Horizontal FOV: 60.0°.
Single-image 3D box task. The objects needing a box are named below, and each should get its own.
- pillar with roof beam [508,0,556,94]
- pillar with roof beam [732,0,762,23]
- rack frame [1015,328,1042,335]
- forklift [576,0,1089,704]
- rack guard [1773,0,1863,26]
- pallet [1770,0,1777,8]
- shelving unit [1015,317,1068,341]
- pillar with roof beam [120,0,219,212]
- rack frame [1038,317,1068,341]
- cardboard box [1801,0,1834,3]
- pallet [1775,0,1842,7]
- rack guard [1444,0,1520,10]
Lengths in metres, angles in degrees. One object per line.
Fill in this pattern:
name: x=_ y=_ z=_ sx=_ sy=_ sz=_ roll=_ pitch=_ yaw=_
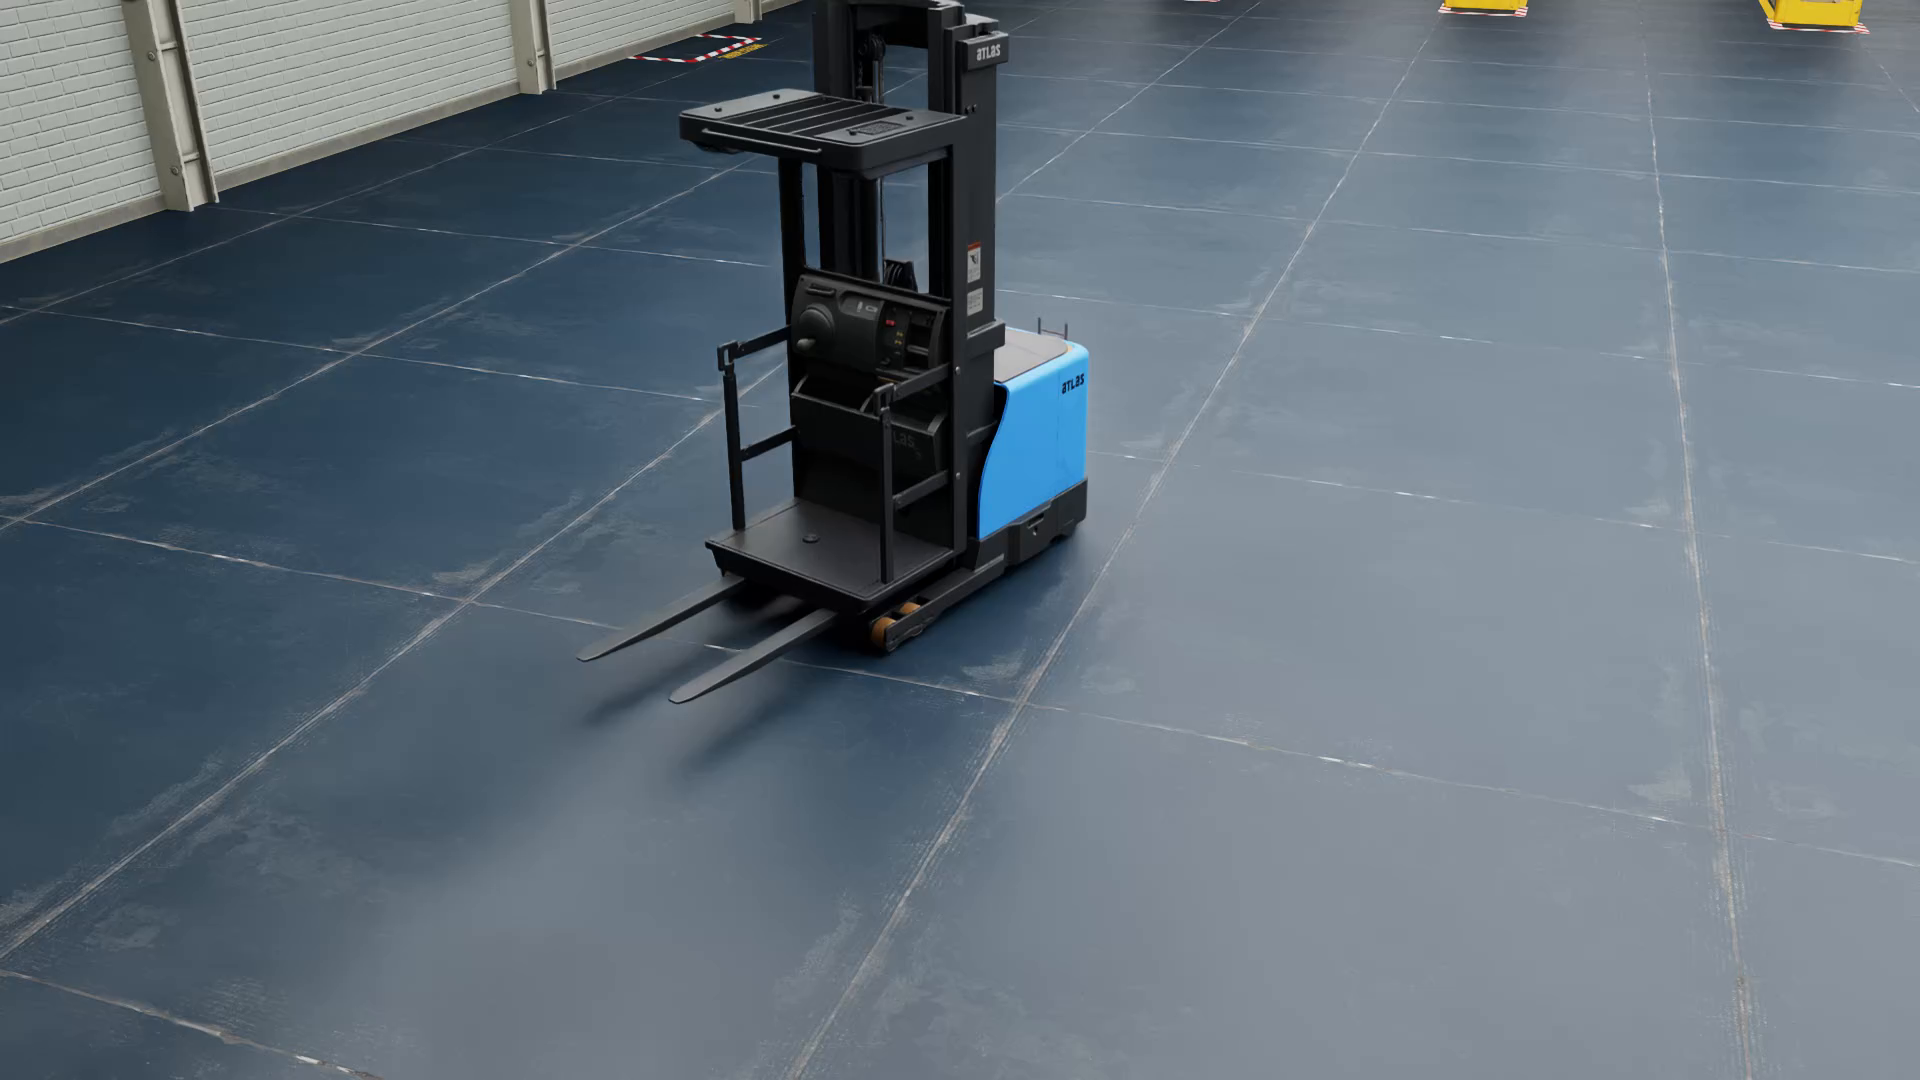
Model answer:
pillar with roof beam: x=-1.258 y=-9.081 z=17.679 sx=9.100 sy=9.000 sz=0.400 roll=9 pitch=27 yaw=17
pillar with roof beam: x=0.739 y=-11.547 z=22.772 sx=9.100 sy=9.000 sz=0.400 roll=9 pitch=27 yaw=17
rack frame: x=0.378 y=-0.685 z=9.461 sx=0.200 sy=1.050 sz=0.008 roll=18 pitch=31 yaw=33
forklift: x=-0.582 y=-1.016 z=7.986 sx=1.130 sy=2.935 sz=3.031 roll=18 pitch=31 yaw=33
rack guard: x=13.297 y=-8.275 z=25.766 sx=1.175 sy=0.500 sz=0.348 roll=9 pitch=27 yaw=17
pallet: x=14.008 y=-8.973 z=27.540 sx=1.003 sy=0.211 sz=1.213 roll=9 pitch=27 yaw=17
shelving unit: x=0.452 y=-0.728 z=9.548 sx=0.215 sy=1.050 sz=0.252 roll=18 pitch=31 yaw=33
pillar with roof beam: x=-3.255 y=-6.615 z=12.587 sx=9.100 sy=9.000 sz=0.400 roll=9 pitch=27 yaw=17
rack frame: x=0.525 y=-0.770 z=9.636 sx=0.200 sy=1.050 sz=0.008 roll=18 pitch=31 yaw=33
cardboard box: x=13.495 y=-8.687 z=26.135 sx=0.500 sy=0.500 sz=0.500 roll=14 pitch=29 yaw=27
pallet: x=13.600 y=-8.473 z=26.508 sx=1.003 sy=0.211 sz=1.213 roll=9 pitch=27 yaw=17
rack guard: x=8.582 y=-9.000 z=27.264 sx=1.175 sy=0.500 sz=0.348 roll=9 pitch=27 yaw=17
